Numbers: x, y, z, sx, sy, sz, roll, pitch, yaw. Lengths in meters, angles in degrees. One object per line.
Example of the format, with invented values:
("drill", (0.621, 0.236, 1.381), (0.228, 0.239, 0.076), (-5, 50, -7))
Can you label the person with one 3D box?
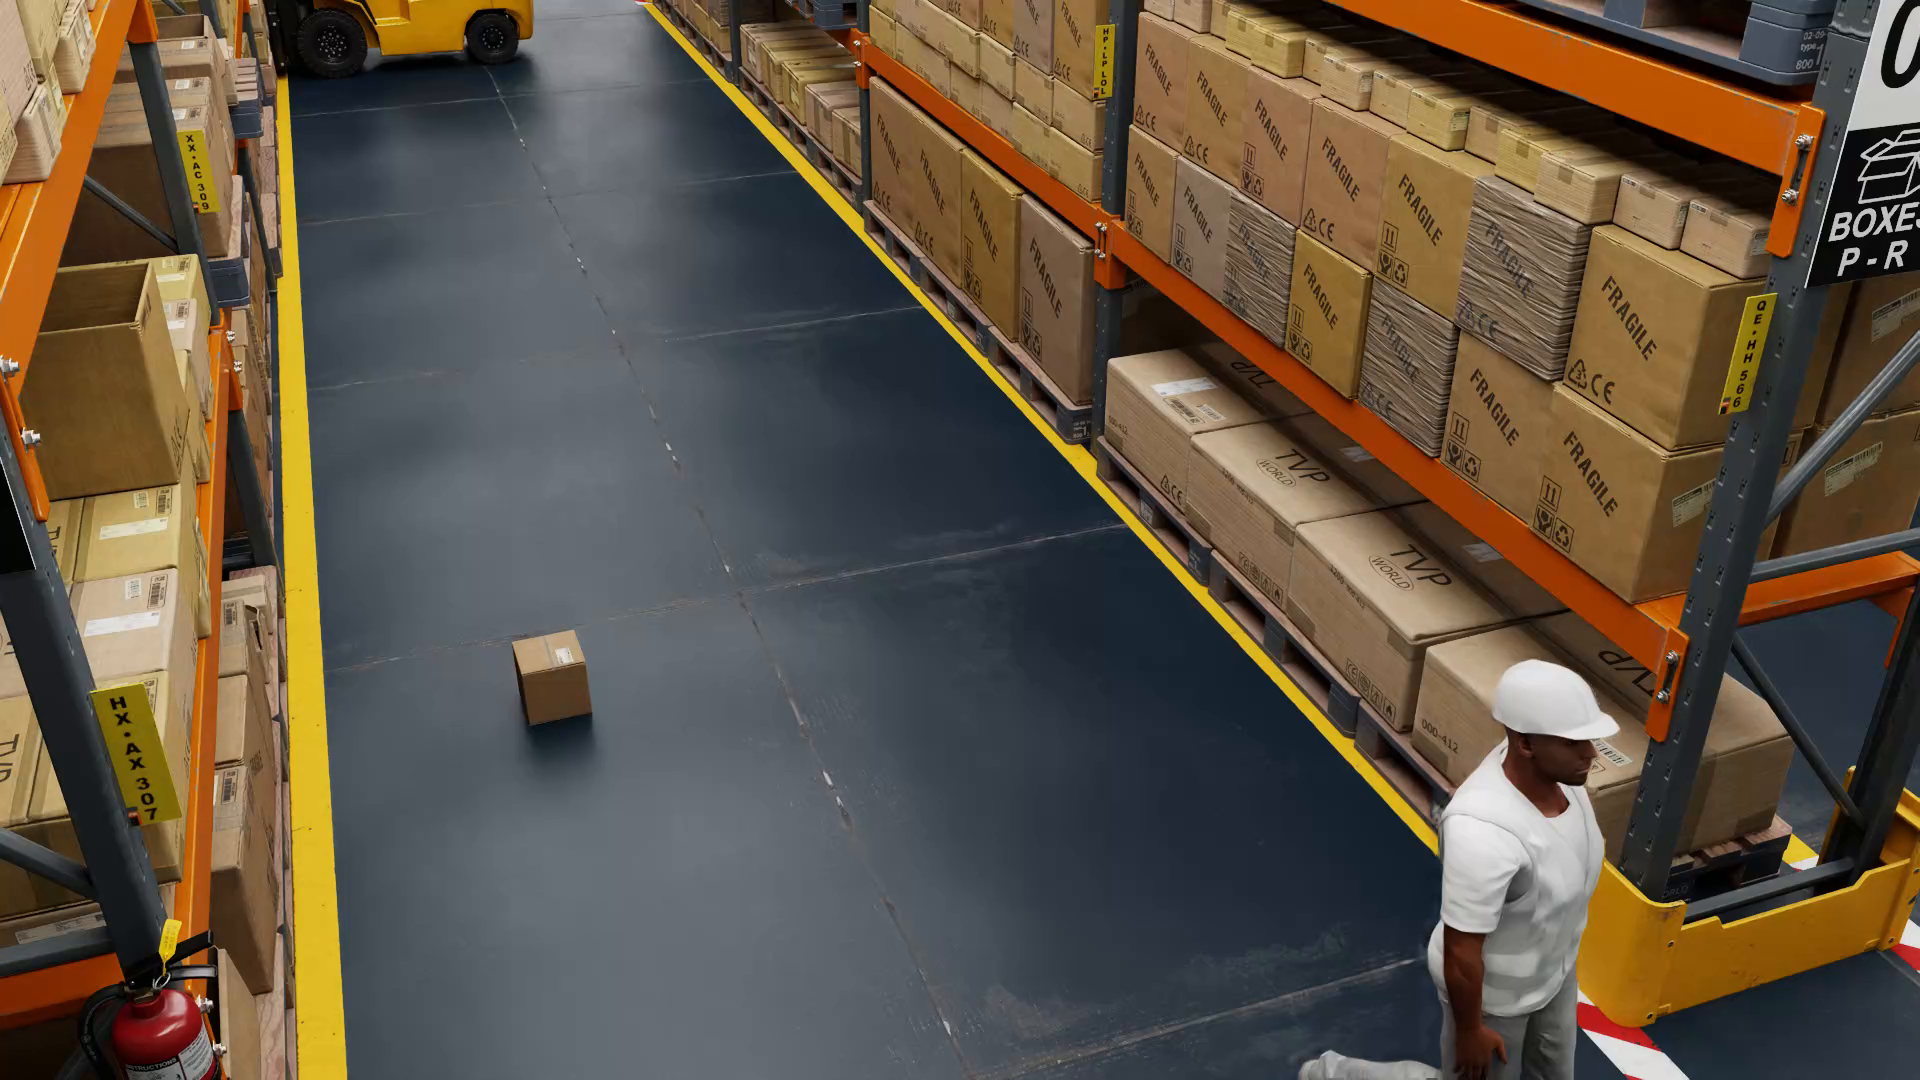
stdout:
("person", (1.328, 1.061, 4.225), (0.799, 1.747, 0.576), (23, 37, 34))
